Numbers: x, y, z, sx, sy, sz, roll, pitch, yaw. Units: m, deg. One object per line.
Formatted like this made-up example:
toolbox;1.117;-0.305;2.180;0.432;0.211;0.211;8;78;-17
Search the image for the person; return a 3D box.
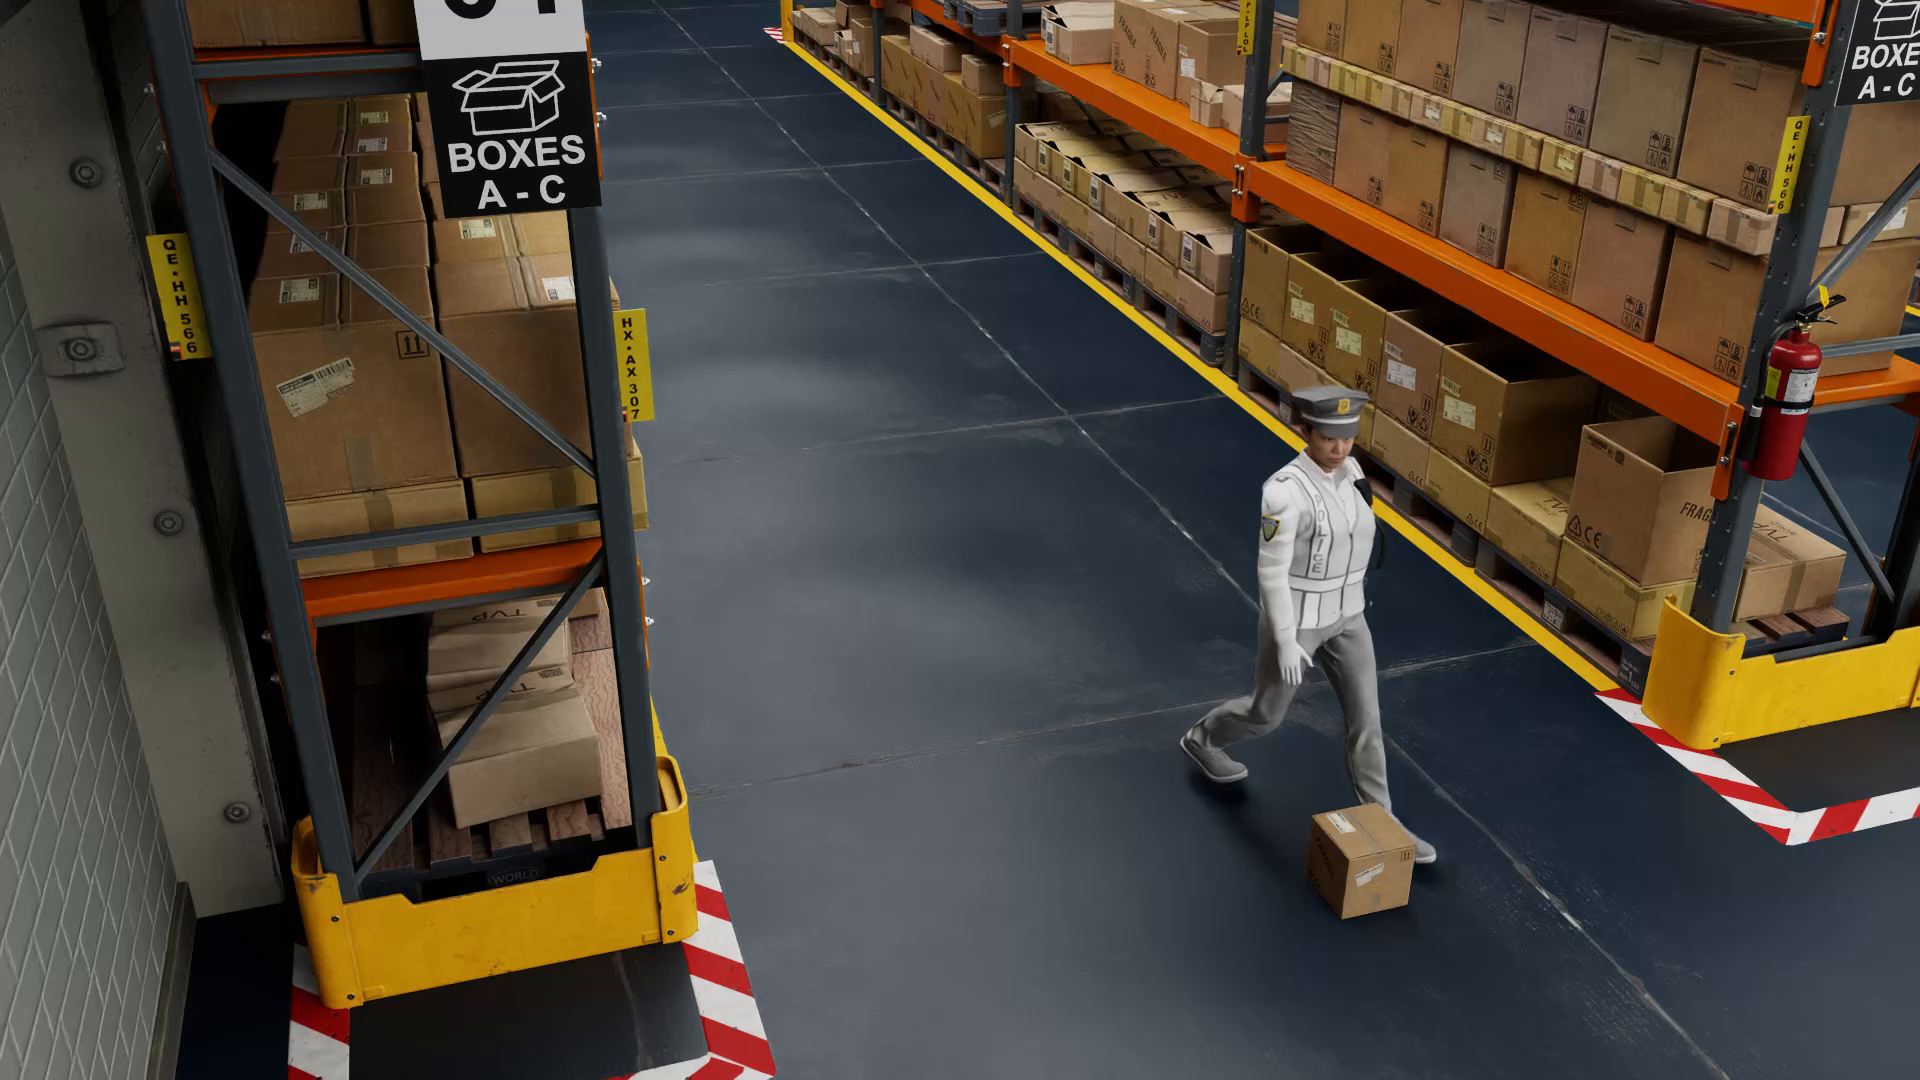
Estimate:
person;1.228;0.267;5.605;0.512;1.619;0.988;-17;31;-31
